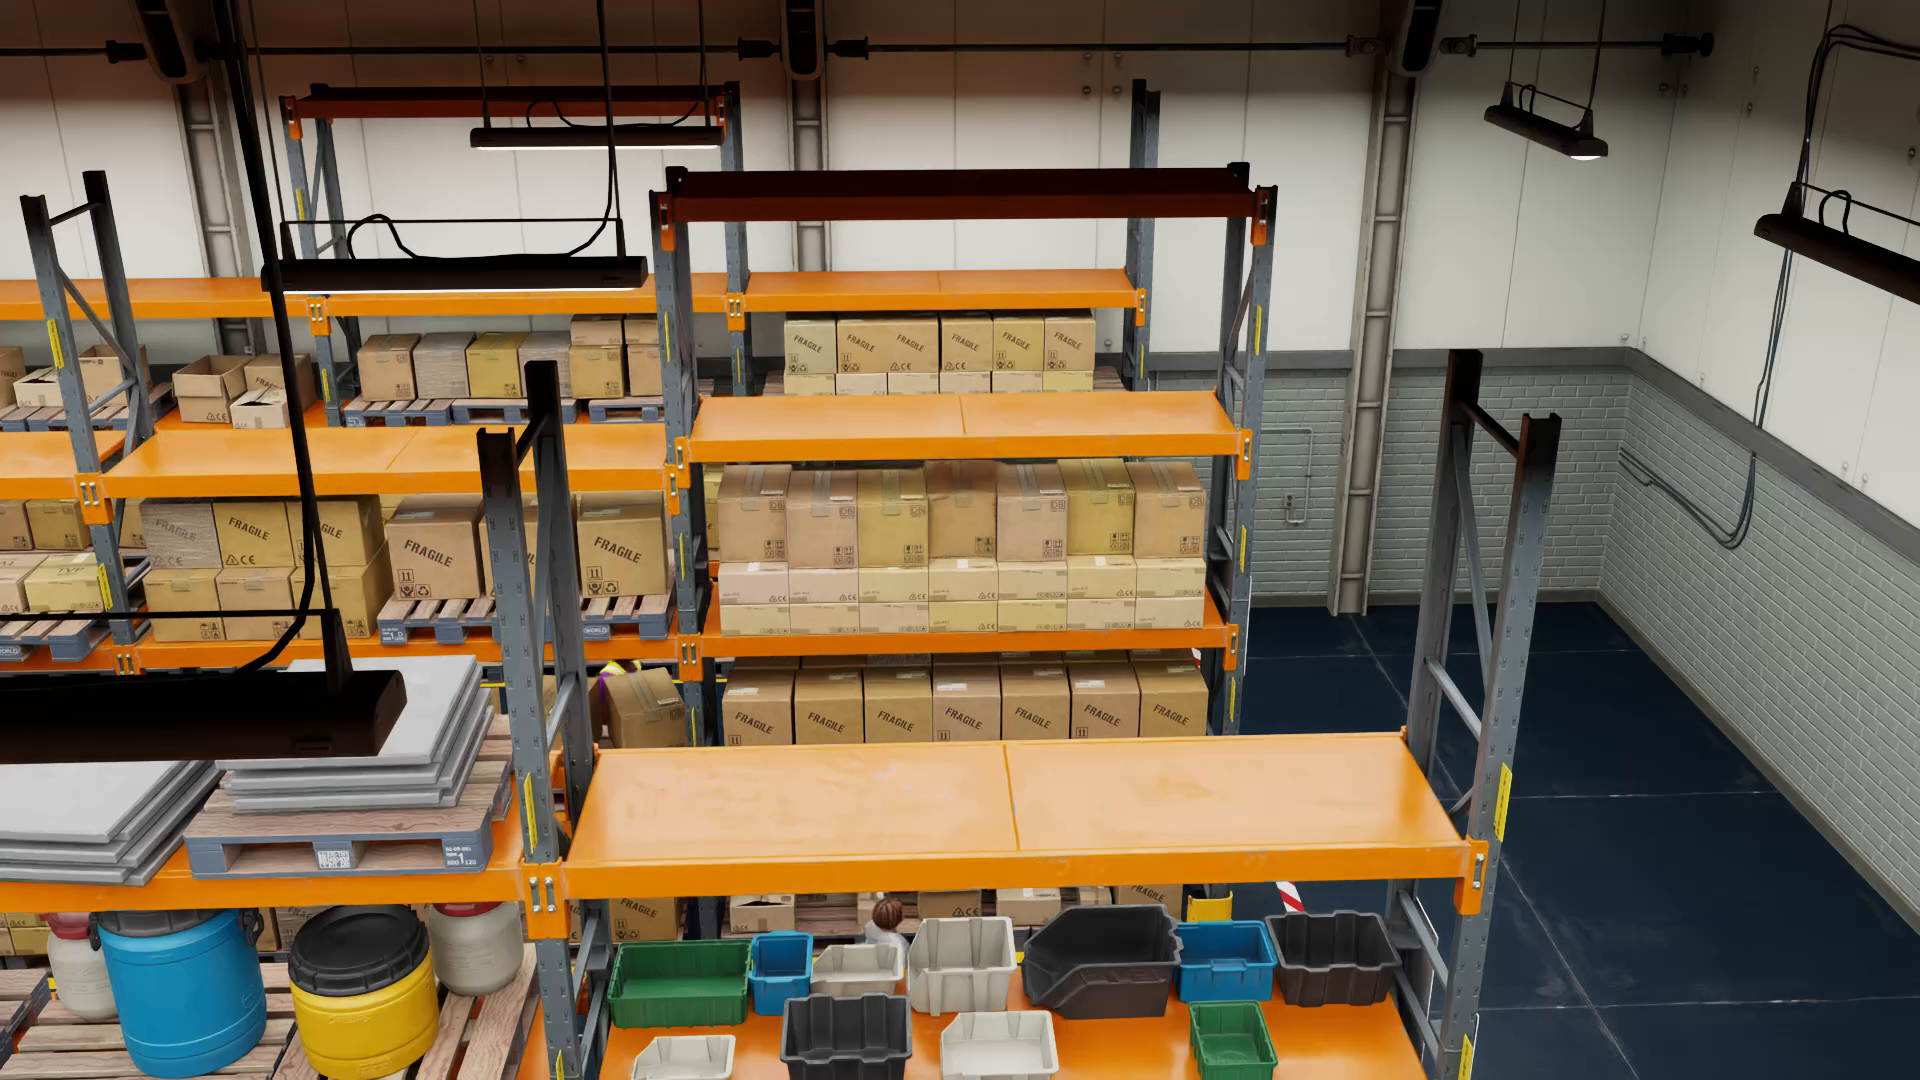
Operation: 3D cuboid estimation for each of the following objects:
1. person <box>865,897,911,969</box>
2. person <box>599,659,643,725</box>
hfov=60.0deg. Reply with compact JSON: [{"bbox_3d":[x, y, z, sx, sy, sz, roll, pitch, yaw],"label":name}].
[{"bbox_3d":[-0.512,3.135,11.367,0.629,1.615,0.416,-7,23,-16],"label":"person"},{"bbox_3d":[-3.007,1.619,14.809,0.489,1.756,0.599,3,22,7],"label":"person"}]
